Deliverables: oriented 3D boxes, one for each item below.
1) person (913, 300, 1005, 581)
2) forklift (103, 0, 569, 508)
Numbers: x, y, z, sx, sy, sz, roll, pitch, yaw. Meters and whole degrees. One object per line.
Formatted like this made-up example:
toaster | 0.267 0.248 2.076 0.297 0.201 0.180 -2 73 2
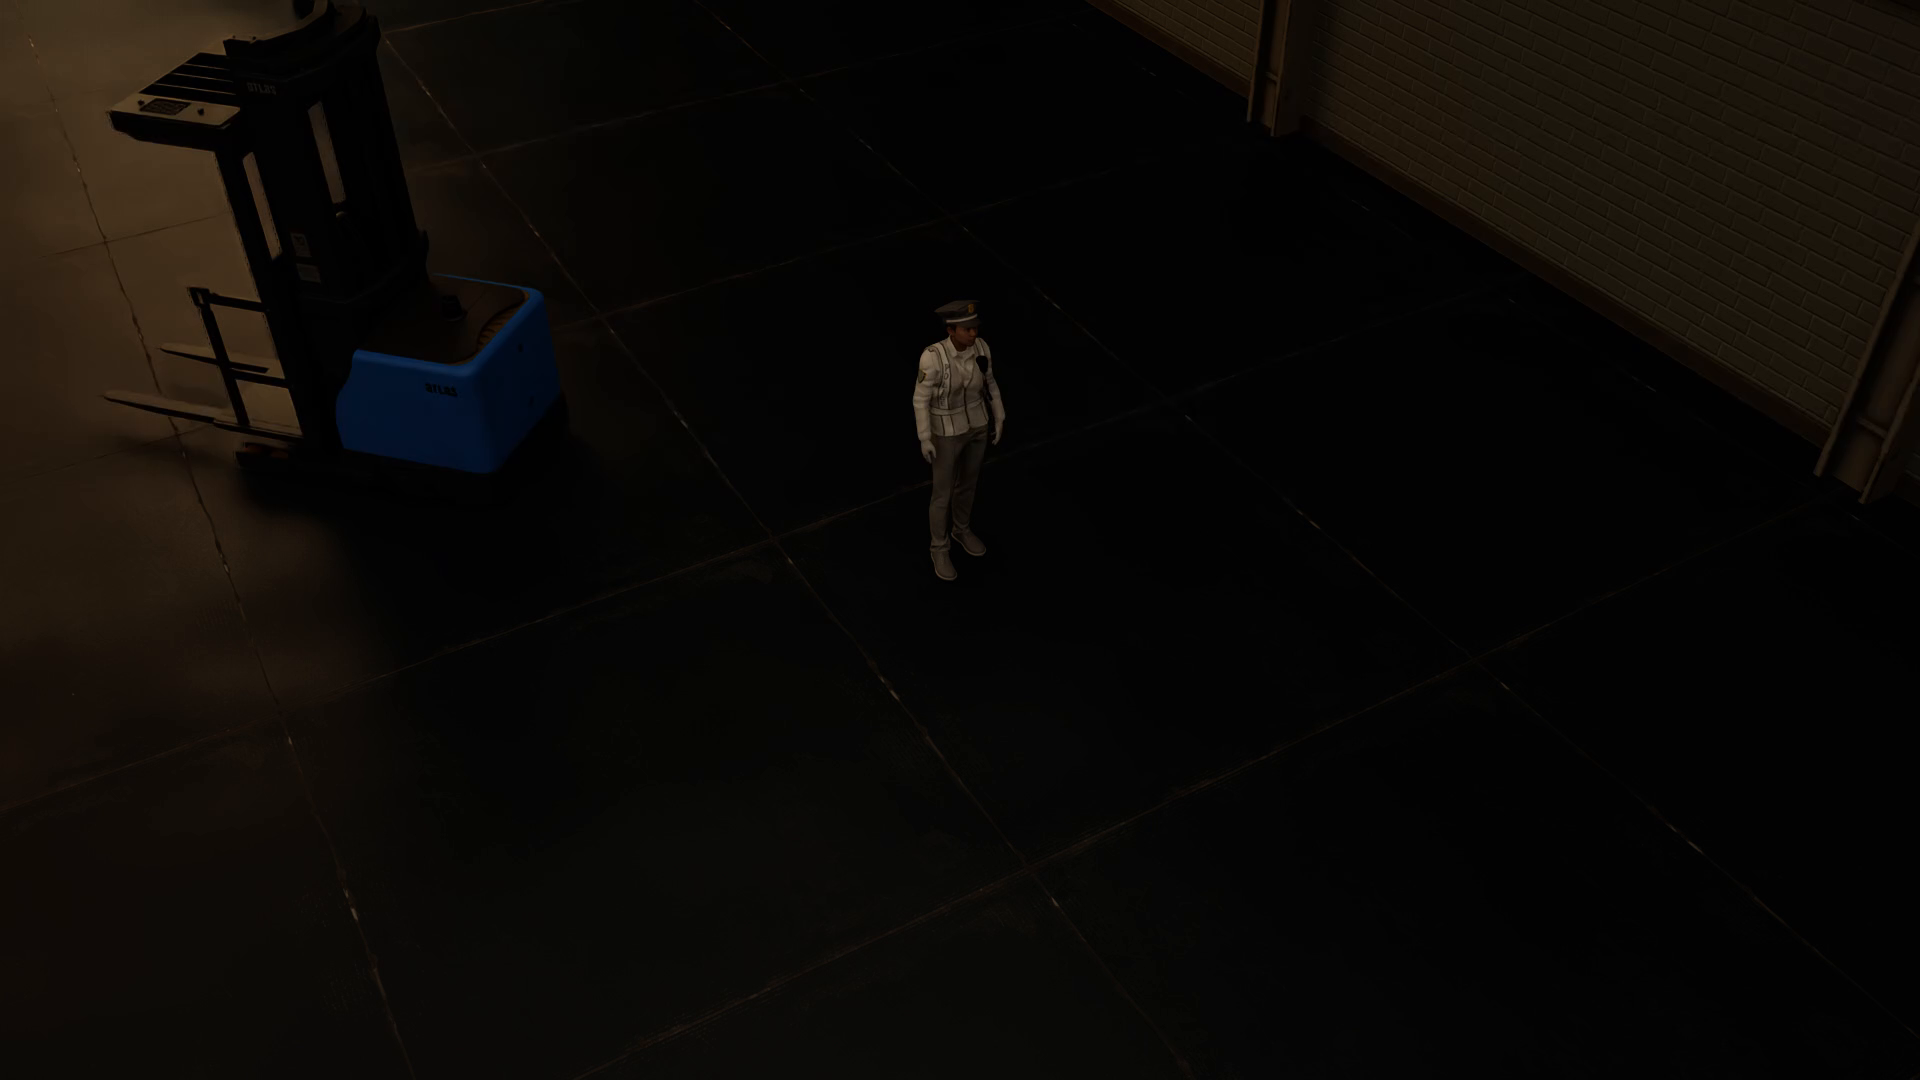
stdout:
person | 0.029 -0.618 9.738 0.588 1.695 0.531 -20 44 -23
forklift | -4.205 -1.861 10.279 3.031 2.935 1.130 10 41 12
